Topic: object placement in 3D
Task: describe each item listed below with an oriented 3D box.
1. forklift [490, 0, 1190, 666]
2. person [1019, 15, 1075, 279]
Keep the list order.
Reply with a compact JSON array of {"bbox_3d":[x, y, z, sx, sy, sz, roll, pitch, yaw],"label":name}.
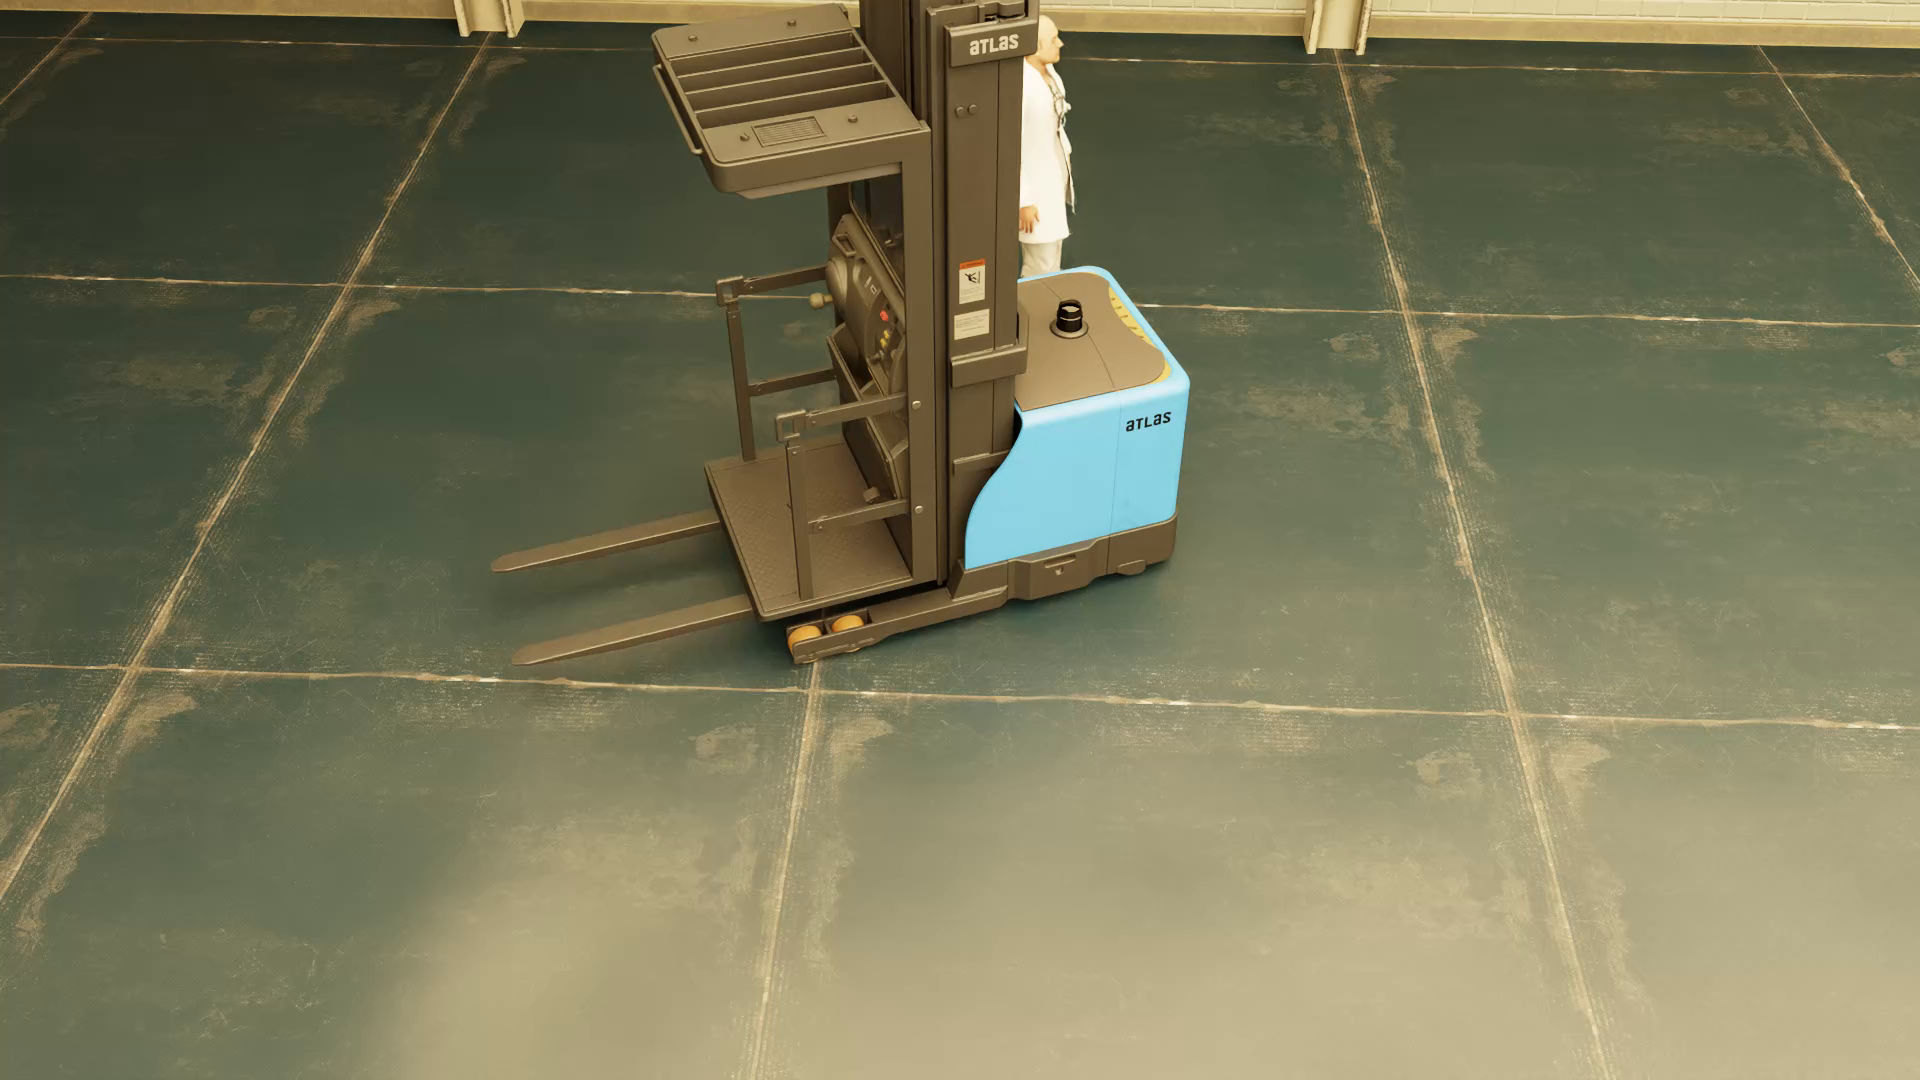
[{"bbox_3d":[-0.573,-0.945,6.778,3.031,2.935,1.130,-13,44,-14],"label":"forklift"},{"bbox_3d":[0.486,-1.834,8.604,0.538,1.782,0.713,12,44,13],"label":"person"}]
